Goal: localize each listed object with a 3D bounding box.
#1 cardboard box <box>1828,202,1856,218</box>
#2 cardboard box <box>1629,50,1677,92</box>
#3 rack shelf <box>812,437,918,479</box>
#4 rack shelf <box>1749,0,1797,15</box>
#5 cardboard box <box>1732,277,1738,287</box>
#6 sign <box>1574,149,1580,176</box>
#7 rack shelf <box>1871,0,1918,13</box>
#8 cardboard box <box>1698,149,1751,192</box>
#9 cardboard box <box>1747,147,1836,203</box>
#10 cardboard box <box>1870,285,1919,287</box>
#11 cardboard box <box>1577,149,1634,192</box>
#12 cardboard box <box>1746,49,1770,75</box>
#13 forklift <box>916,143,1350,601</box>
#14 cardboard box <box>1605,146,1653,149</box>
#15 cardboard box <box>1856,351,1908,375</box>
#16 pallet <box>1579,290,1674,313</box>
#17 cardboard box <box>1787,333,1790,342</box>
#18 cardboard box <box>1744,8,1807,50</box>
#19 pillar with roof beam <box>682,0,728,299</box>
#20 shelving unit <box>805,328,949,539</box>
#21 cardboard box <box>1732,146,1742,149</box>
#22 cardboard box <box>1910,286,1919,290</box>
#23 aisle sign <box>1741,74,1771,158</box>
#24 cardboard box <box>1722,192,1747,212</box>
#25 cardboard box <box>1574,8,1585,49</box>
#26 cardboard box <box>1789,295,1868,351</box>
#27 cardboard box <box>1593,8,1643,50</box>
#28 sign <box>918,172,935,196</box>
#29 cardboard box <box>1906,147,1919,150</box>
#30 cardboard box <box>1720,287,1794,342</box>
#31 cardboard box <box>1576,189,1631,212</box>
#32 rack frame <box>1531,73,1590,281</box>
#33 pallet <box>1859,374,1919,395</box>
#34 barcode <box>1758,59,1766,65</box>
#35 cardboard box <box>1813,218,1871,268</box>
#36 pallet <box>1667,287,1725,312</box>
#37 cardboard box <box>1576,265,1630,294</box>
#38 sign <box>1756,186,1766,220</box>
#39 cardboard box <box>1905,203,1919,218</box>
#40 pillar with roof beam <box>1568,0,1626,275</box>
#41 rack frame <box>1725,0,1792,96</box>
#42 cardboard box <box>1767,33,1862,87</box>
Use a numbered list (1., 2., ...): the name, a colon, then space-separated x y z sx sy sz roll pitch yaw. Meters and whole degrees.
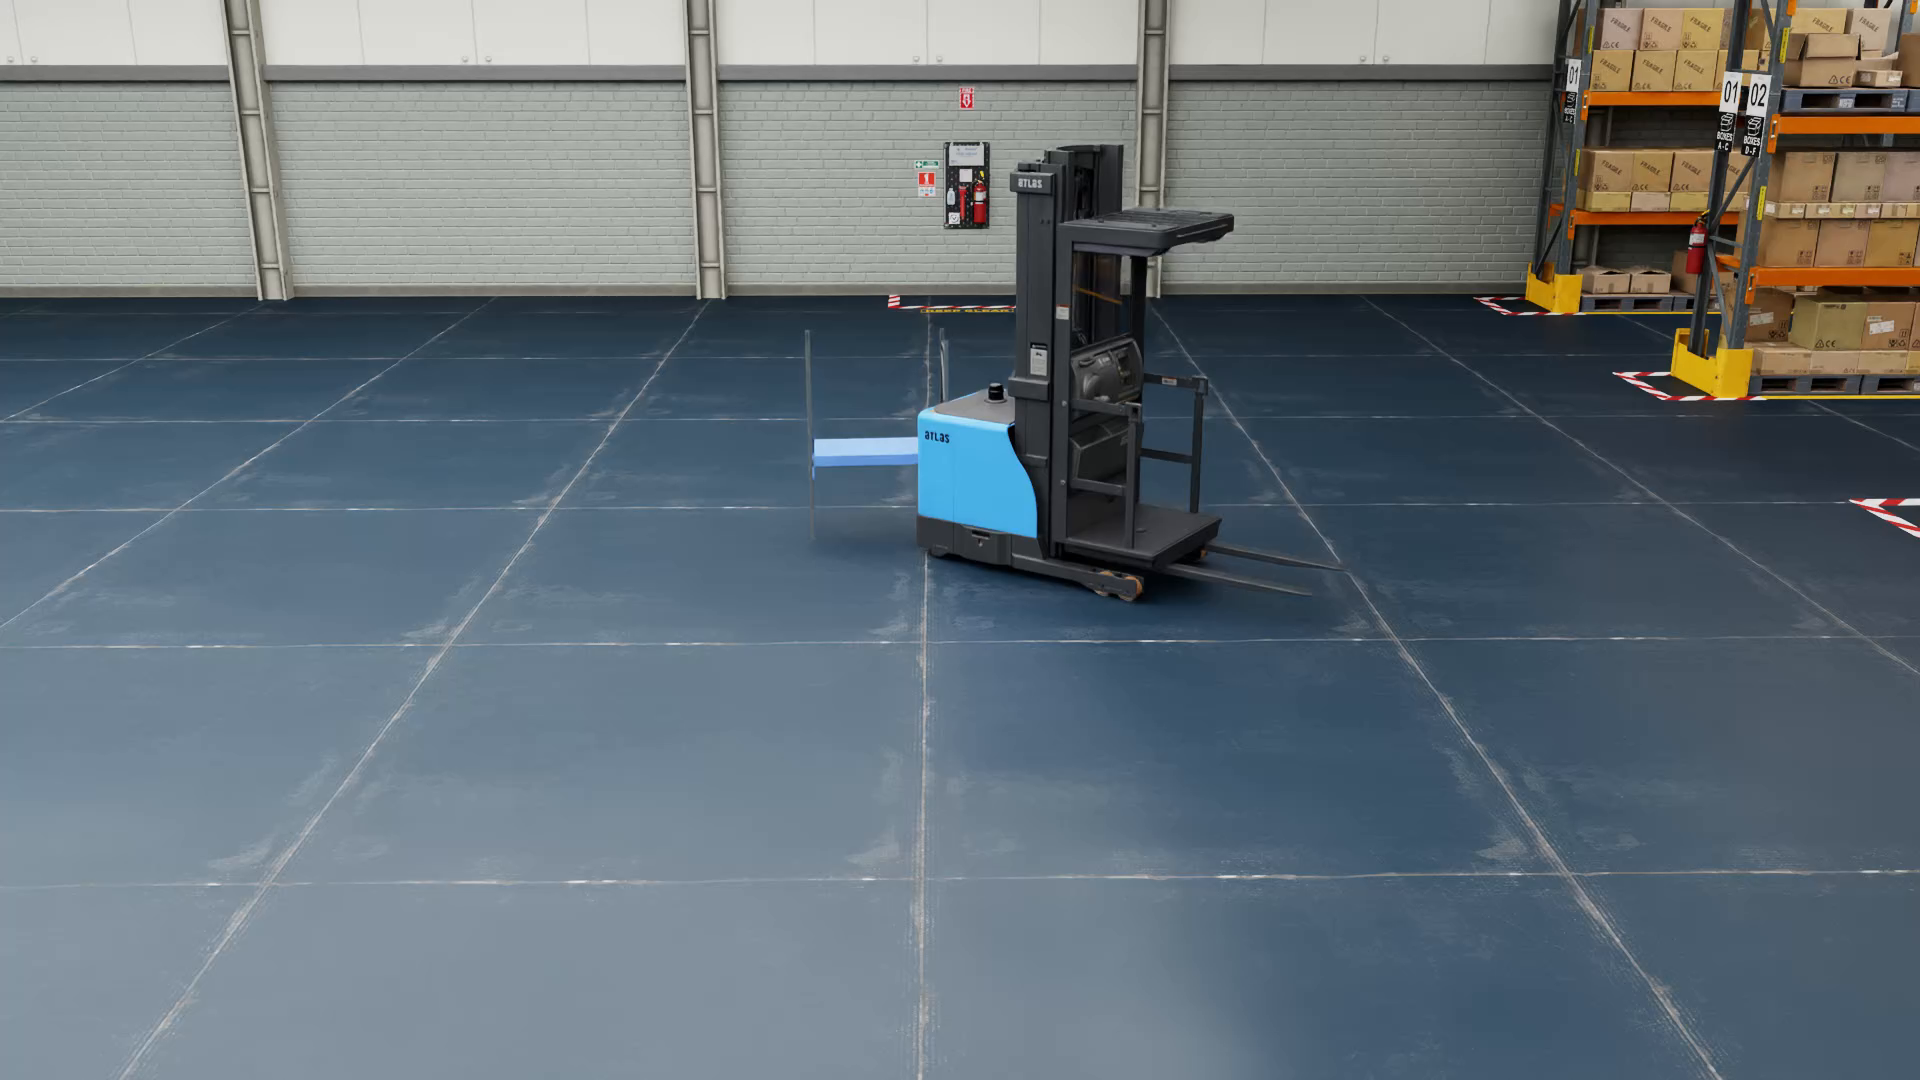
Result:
1. cardboard box: 8.875 -3.366 16.905 0.250 0.149 0.380 0 18 -1
2. cardboard box: 8.760 -5.986 21.190 0.500 0.500 0.500 1 18 3
3. rack shelf: -0.626 -0.637 12.668 1.000 0.185 0.538 -2 18 -5
4. rack shelf: 9.965 -5.404 16.494 4.000 0.370 1.077 0 18 -1
5. cardboard box: 10.284 -3.453 22.349 0.250 0.149 0.380 -2 18 -5
6. sign: 7.892 -4.830 21.277 0.005 0.325 0.100 0 18 -1
7. rack shelf: 13.883 -6.936 21.270 4.000 0.370 1.077 0 18 -1
8. cardboard box: 9.893 -4.795 21.571 0.500 0.500 0.500 0 18 1
9. cardboard box: 8.486 -3.735 16.992 0.500 0.500 0.700 0 18 -1
10. cardboard box: 12.619 -3.631 22.327 0.500 0.500 0.700 0 18 1
11. cardboard box: 8.366 -4.789 21.552 0.500 0.500 0.500 0 18 -1
12. cardboard box: 10.323 -5.998 21.226 0.500 0.500 0.500 -1 18 -3
13. forklift: 1.191 -1.167 11.388 3.031 2.935 1.130 11 21 32
14. cardboard box: 8.855 -4.945 22.039 0.500 0.500 0.500 0 18 0
15. cardboard box: 9.505 -1.902 17.380 0.500 0.250 0.500 0 18 -1
16. pallet: 8.773 -3.249 22.331 1.213 0.211 1.003 0 18 -1
17. cardboard box: 8.997 -2.060 17.873 0.500 0.250 0.500 0 18 -1
18. cardboard box: 10.317 -6.468 21.055 0.500 0.500 0.500 -1 18 -3
19. pillar with roof beam: -3.361 -6.335 17.564 0.400 9.000 9.100 0 18 -1
20. shelving unit: -0.626 -0.809 12.613 1.048 1.500 0.538 -2 18 -5
21. cardboard box: 10.394 -4.958 22.076 0.500 0.500 0.500 0 18 1
22. cardboard box: 10.497 -2.426 17.787 0.500 0.500 0.500 0 18 -1
23. aisle sign: 7.905 -4.215 16.520 0.004 0.787 0.394 0 18 -1
24. cardboard box: 9.911 -4.436 21.679 0.500 0.250 0.500 0 18 0
25. cardboard box: 8.311 -6.627 21.552 0.500 0.500 0.500 1 18 2
26. cardboard box: 9.005 -2.256 17.256 0.500 0.500 0.500 0 18 -1
27. cardboard box: 8.273 -6.473 21.071 0.500 0.500 0.500 -2 18 -5
28. sign: -0.455 -4.868 22.753 0.234 0.329 0.001 0 18 -1
29. cardboard box: 10.016 -3.744 17.021 0.500 0.500 0.700 0 18 -1
30. cardboard box: 8.497 -2.412 17.742 0.500 0.500 0.500 0 18 -1
31. cardboard box: 8.377 -4.427 21.650 0.500 0.250 0.500 -1 18 -2
32. rack frame: 7.884 -4.584 21.926 0.127 3.000 1.000 0 18 -1
33. pallet: 9.947 -1.764 17.702 1.213 0.211 1.003 0 18 -1
34. barcode: 8.260 -4.924 17.126 0.075 0.075 0.001 0 18 -1
35. cardboard box: 8.958 -3.121 17.201 0.500 0.500 0.700 0 18 1
36. pallet: 9.989 -3.254 22.347 1.213 0.211 1.003 0 18 -1
37. cardboard box: 8.577 -3.489 22.194 0.500 0.311 0.500 -2 18 -7
38. sign: 7.968 -3.351 16.536 0.005 0.325 0.100 0 18 -1
39. cardboard box: 9.649 -3.370 16.917 0.250 0.149 0.380 -1 18 -2
40. pillar with roof beam: 8.638 -6.393 17.745 0.400 9.000 9.100 0 18 -1
41. rack frame: 7.966 -5.927 16.293 0.127 3.000 1.000 0 18 -1
42. cardboard box: 8.540 -4.816 16.654 0.637 0.503 0.797 1 18 3
